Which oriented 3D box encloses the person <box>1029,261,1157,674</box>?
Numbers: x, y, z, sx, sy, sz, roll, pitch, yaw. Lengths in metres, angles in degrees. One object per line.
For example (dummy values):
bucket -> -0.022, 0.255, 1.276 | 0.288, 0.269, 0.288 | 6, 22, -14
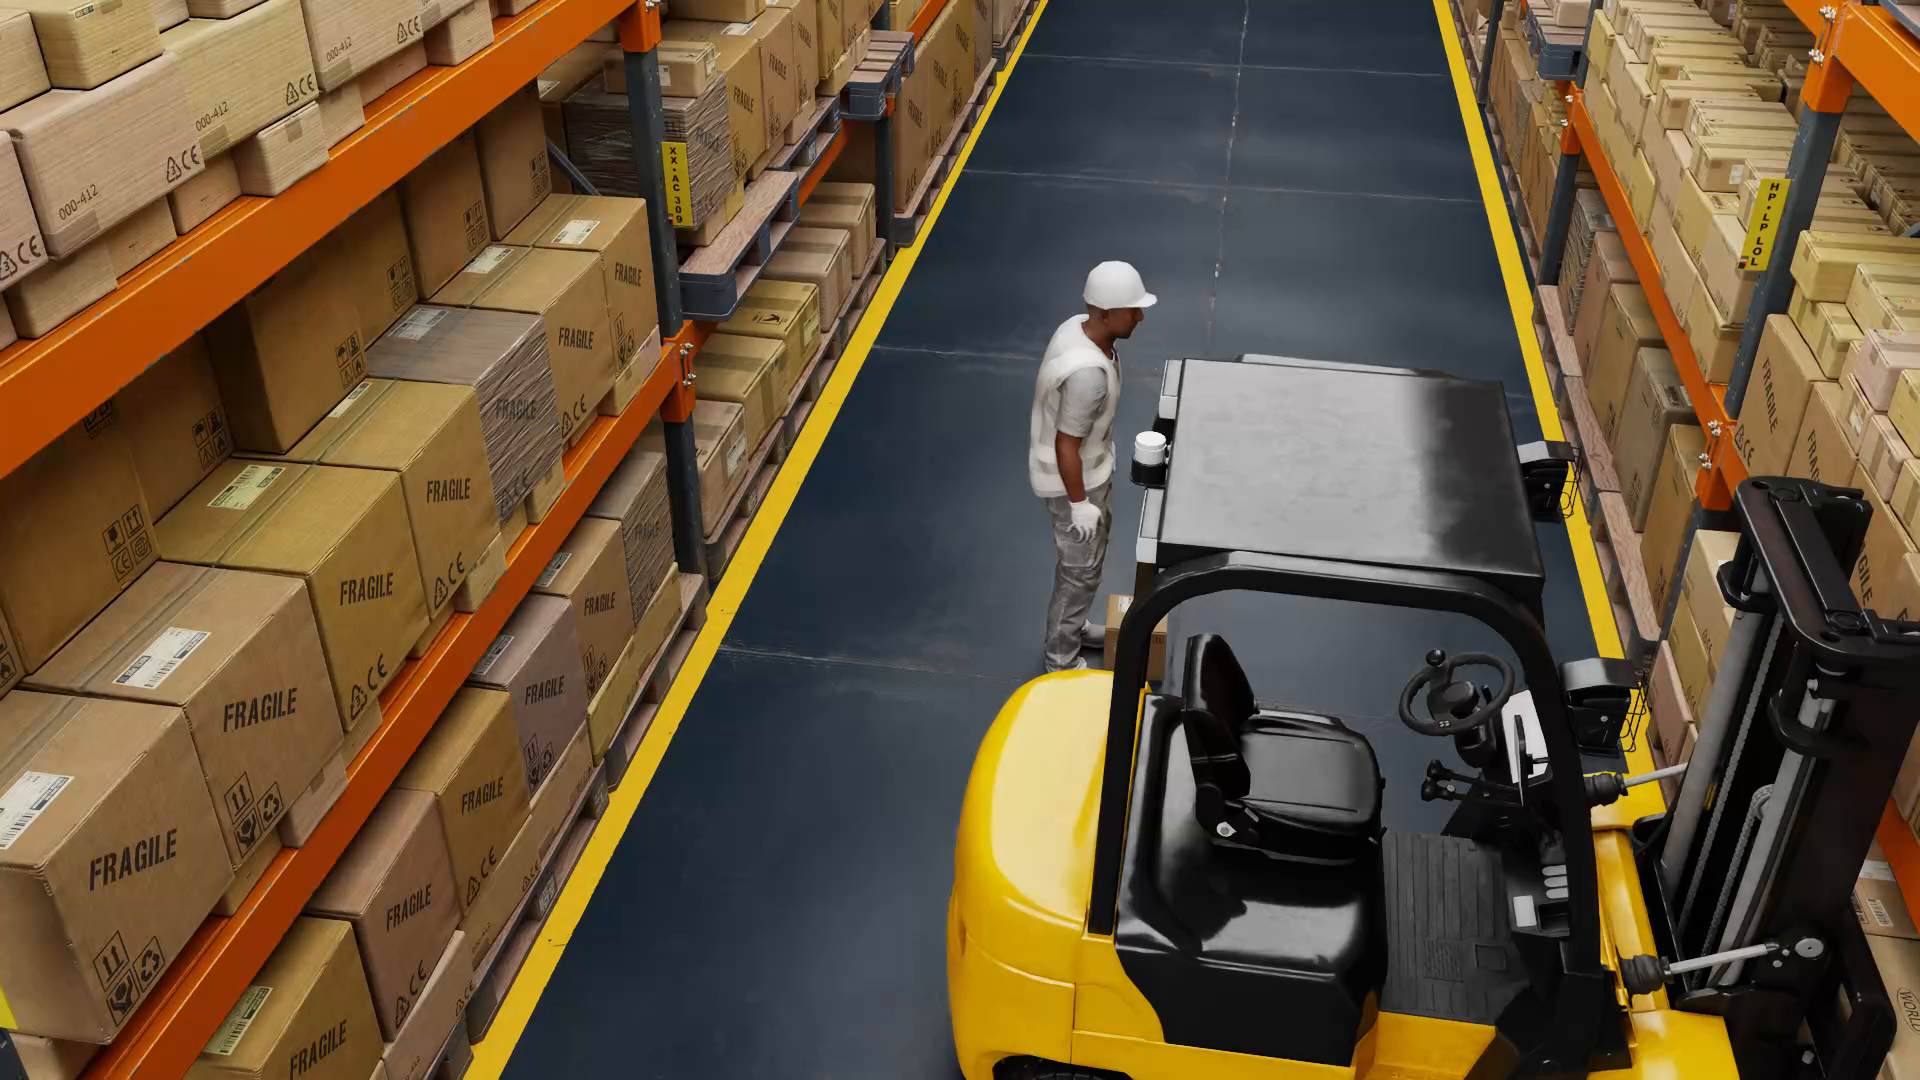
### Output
person -> 0.498, -0.249, 6.523 | 0.450, 1.774, 0.617 | 5, 33, 8
